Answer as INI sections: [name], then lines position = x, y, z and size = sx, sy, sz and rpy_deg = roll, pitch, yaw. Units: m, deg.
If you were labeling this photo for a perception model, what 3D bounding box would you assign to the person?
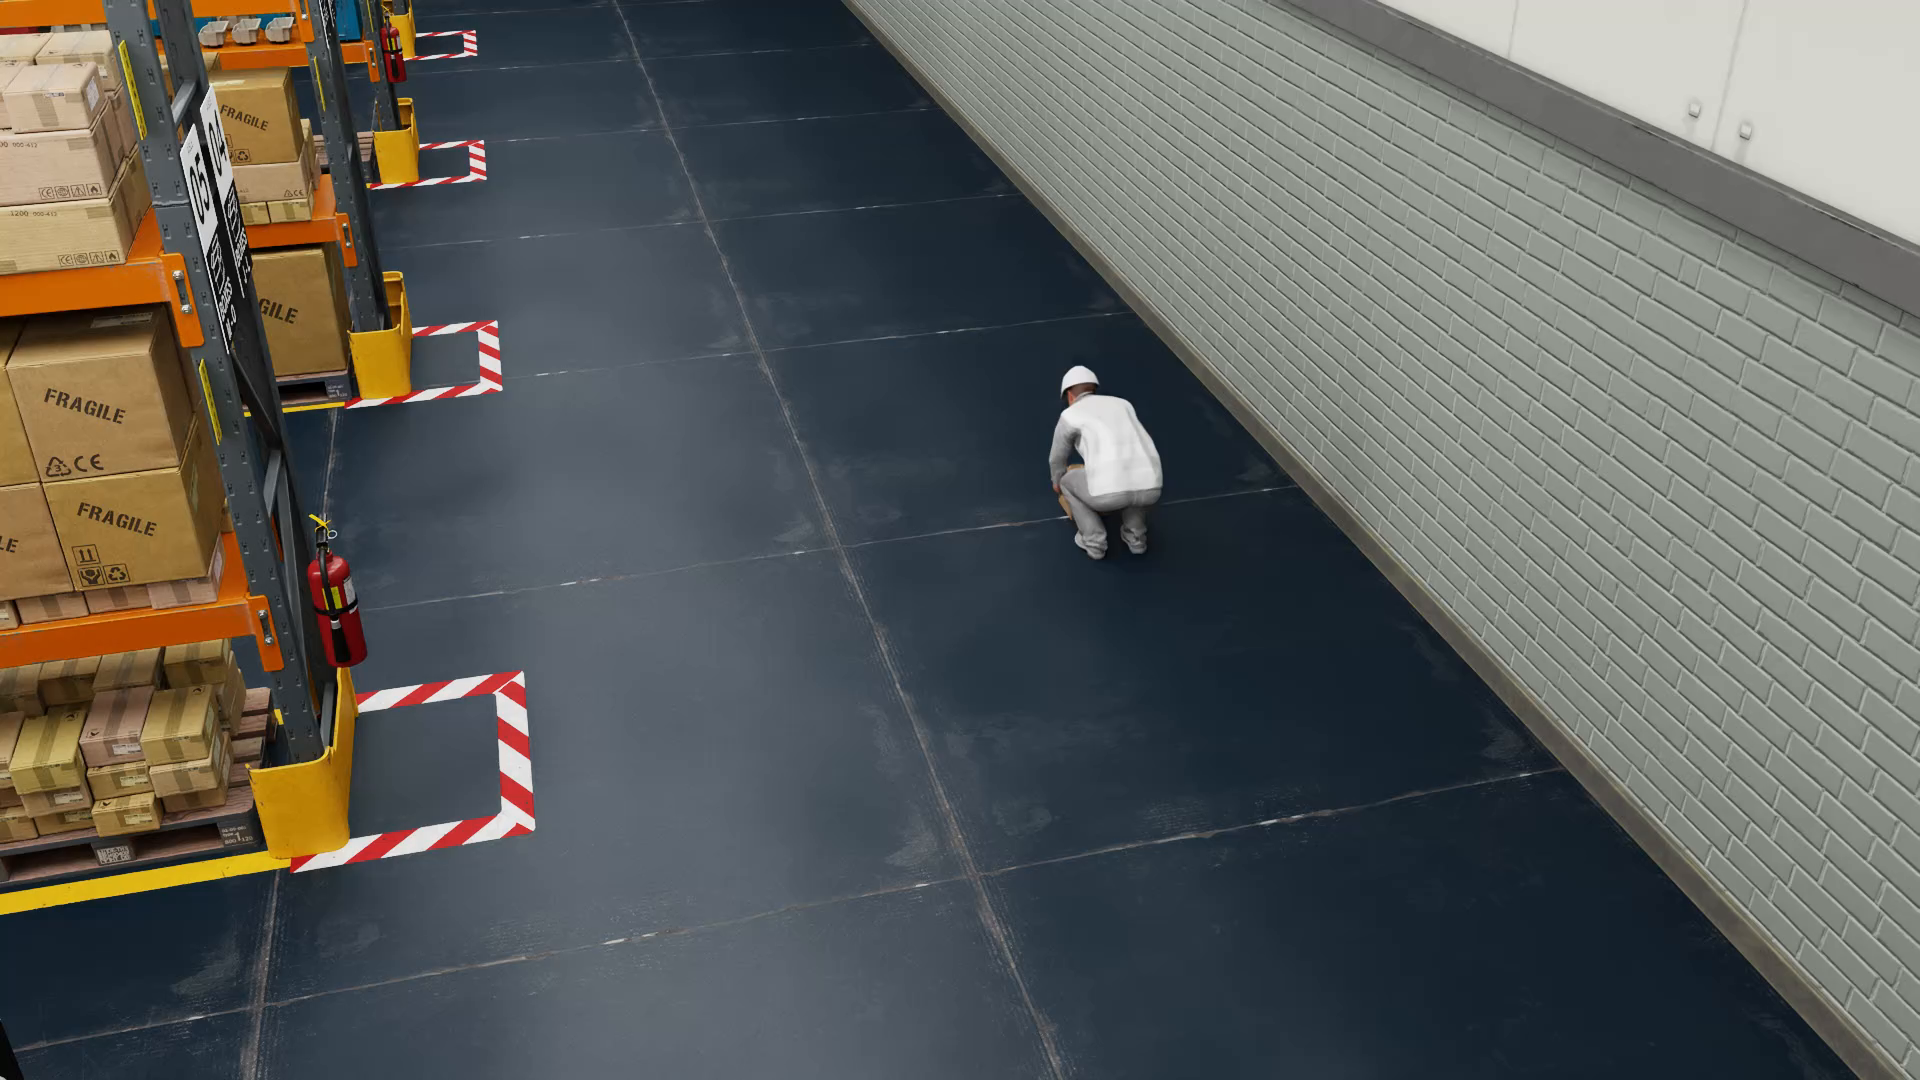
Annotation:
[person]
position = 0.841, -0.444, 9.794
size = 0.542, 0.964, 0.908
rpy_deg = -8, 31, -13
